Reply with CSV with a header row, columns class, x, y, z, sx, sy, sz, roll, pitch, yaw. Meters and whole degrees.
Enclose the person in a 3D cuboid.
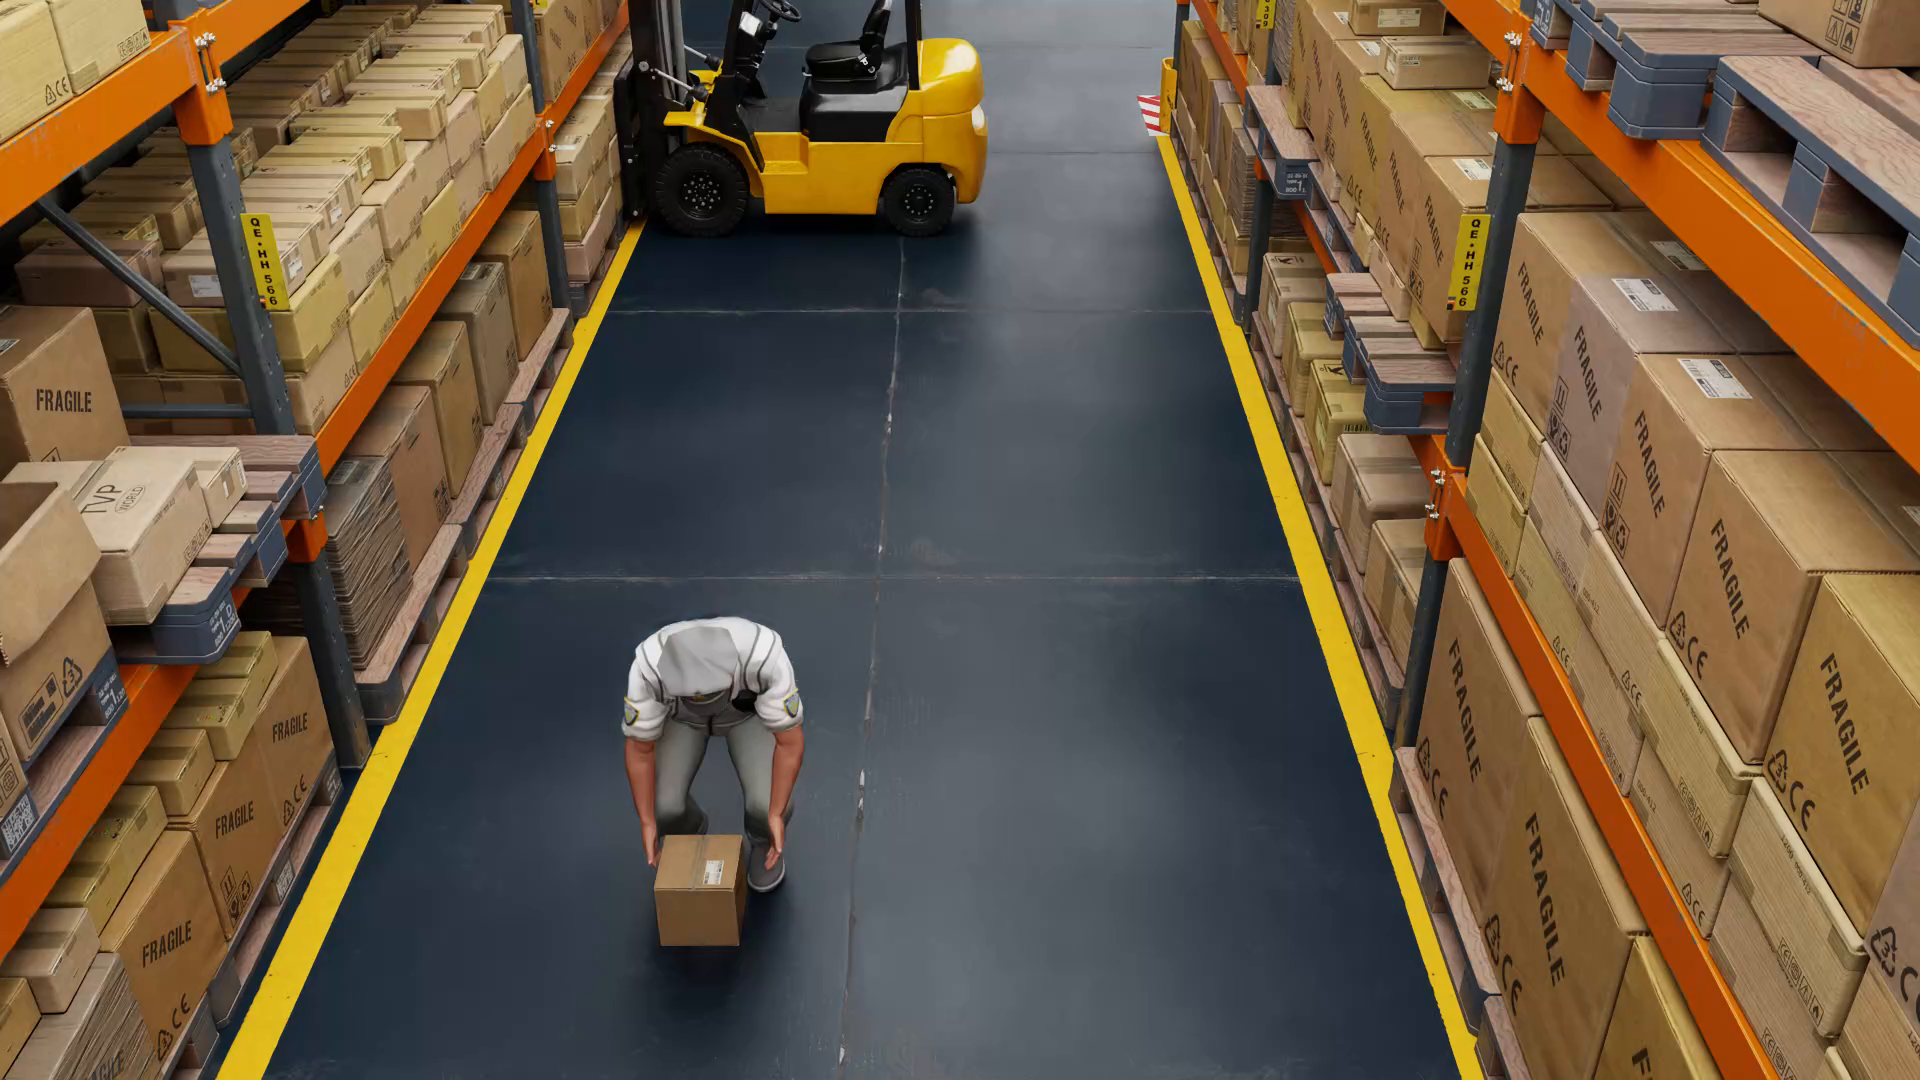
class,x,y,z,sx,sy,sz,roll,pitch,yaw
person,-0.792,0.668,5.526,0.581,1.241,0.882,0,31,0
